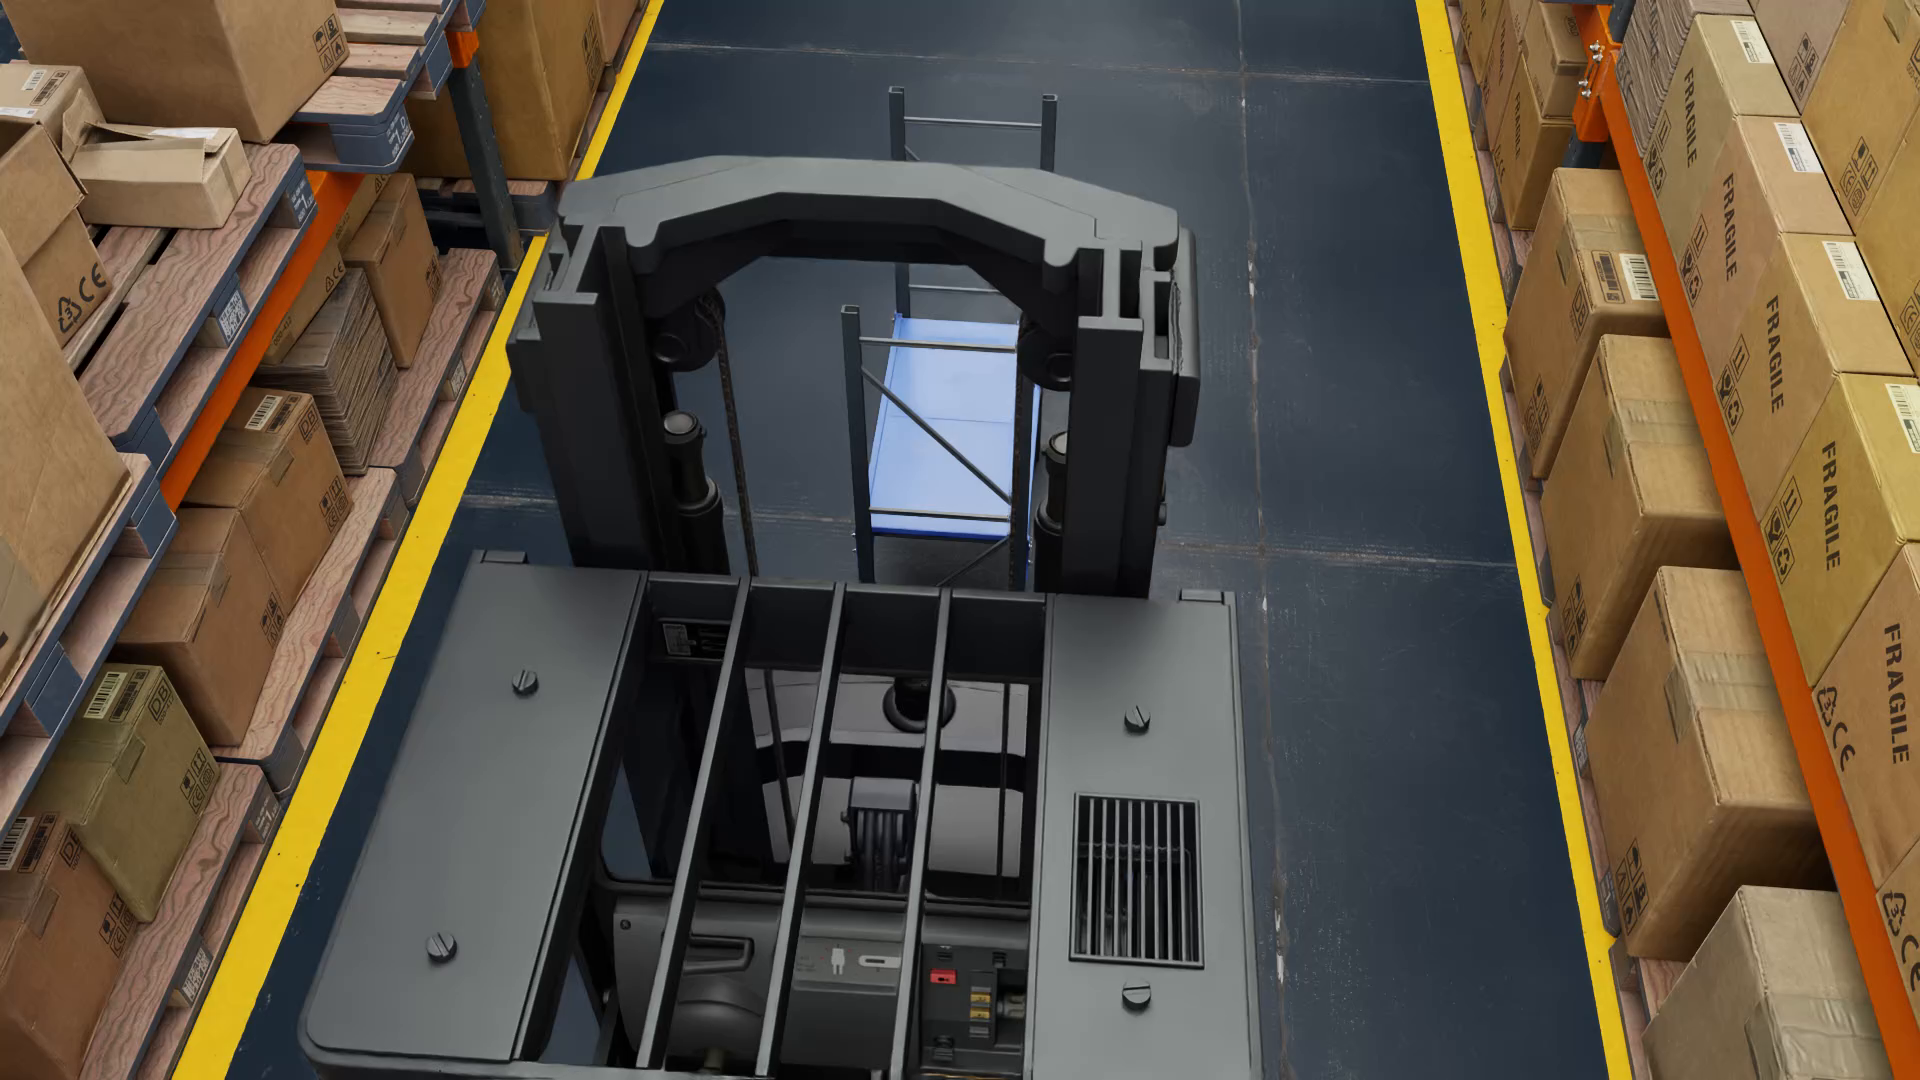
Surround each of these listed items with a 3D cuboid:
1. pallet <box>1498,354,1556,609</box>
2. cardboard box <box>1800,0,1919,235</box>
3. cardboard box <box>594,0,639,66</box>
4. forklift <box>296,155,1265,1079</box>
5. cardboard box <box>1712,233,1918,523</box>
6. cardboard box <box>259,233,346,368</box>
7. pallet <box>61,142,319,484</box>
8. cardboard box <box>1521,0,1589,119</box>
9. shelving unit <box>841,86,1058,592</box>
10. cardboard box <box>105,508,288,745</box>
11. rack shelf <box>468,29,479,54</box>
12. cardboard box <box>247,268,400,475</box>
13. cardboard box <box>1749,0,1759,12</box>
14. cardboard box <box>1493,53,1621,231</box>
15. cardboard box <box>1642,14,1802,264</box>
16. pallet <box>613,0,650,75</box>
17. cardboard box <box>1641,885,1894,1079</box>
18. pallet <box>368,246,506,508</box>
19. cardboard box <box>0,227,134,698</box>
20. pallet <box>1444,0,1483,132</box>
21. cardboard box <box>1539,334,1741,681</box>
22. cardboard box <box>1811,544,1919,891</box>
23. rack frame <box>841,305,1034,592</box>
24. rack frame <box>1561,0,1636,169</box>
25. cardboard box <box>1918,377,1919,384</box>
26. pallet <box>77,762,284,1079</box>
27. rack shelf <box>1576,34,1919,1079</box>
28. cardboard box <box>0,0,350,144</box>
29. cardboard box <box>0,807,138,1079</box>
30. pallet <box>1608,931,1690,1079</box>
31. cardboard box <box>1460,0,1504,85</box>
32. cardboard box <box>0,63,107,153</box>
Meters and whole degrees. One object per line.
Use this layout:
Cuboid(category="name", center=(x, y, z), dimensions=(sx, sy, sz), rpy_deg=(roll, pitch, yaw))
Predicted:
Cuboid(category="pallet", center=(2.496, -0.247, 5.833), dimensions=(1.003, 0.211, 1.213), rpy_deg=(4, 48, 4))
Cuboid(category="cardboard box", center=(2.503, -1.055, 3.937), dimensions=(0.700, 0.500, 0.500), rpy_deg=(3, 48, 3))
Cuboid(category="cardboard box", center=(-2.115, -2.755, 7.392), dimensions=(1.225, 0.875, 0.875), rpy_deg=(4, 48, 4))
Cuboid(category="forklift", center=(-0.177, 0.960, 2.886), dimensions=(1.130, 2.935, 3.031), rpy_deg=(3, 48, 3))
Cuboid(category="cardboard box", center=(2.196, -0.374, 3.991), dimensions=(0.500, 0.500, 0.500), rpy_deg=(3, 48, 3))
Cuboid(category="cardboard box", center=(-2.357, -0.843, 5.376), dimensions=(0.500, 0.250, 0.500), rpy_deg=(9, 48, 8))
Cuboid(category="pallet", center=(-2.427, -0.648, 4.440), dimensions=(1.003, 0.211, 1.213), rpy_deg=(4, 48, 4))
Cuboid(category="cardboard box", center=(2.444, -1.833, 6.295), dimensions=(0.500, 0.250, 0.500), rpy_deg=(3, 48, 3))
Cuboid(category="shelving unit", center=(-0.008, -0.443, 5.139), dimensions=(0.538, 1.500, 1.048), rpy_deg=(4, 48, 4))
Cuboid(category="cardboard box", center=(-2.462, 0.254, 4.880), dimensions=(0.700, 0.500, 0.500), rpy_deg=(0, 48, 0))
Cuboid(category="rack shelf", center=(-2.105, -3.397, 7.311), dimensions=(1.077, 0.370, 4.000), rpy_deg=(4, 48, 4))
Cuboid(category="cardboard box", center=(-2.366, -0.573, 5.637), dimensions=(0.700, 0.500, 0.500), rpy_deg=(0, 48, 0))
Cuboid(category="cardboard box", center=(2.592, -1.804, 4.622), dimensions=(0.700, 0.500, 0.500), rpy_deg=(4, 48, 3))
Cuboid(category="cardboard box", center=(2.443, -1.561, 6.555), dimensions=(0.500, 0.500, 0.500), rpy_deg=(4, 48, 3))
Cuboid(category="cardboard box", center=(2.290, -1.110, 4.665), dimensions=(0.500, 0.500, 0.500), rpy_deg=(3, 48, 3))
Cuboid(category="pallet", center=(-2.027, -2.697, 8.074), dimensions=(1.003, 0.211, 1.213), rpy_deg=(4, 48, 4))
Cuboid(category="cardboard box", center=(2.245, 1.333, 3.738), dimensions=(1.050, 0.750, 0.750), rpy_deg=(4, 48, 3))
Cuboid(category="pallet", center=(-2.360, -0.655, 6.206), dimensions=(1.003, 0.211, 1.213), rpy_deg=(4, 48, 4))
Cuboid(category="cardboard box", center=(-2.440, -0.149, 3.162), dimensions=(1.000, 1.000, 1.000), rpy_deg=(4, 48, 4))
Cuboid(category="pallet", center=(2.829, -2.289, 7.701), dimensions=(1.003, 0.211, 1.213), rpy_deg=(4, 48, 4))
Cuboid(category="cardboard box", center=(2.422, -0.060, 5.012), dimensions=(1.050, 0.750, 0.750), rpy_deg=(5, 48, 4))
Cuboid(category="cardboard box", center=(2.106, 0.371, 3.310), dimensions=(0.500, 0.500, 0.500), rpy_deg=(3, 48, 3))
Cuboid(category="rack frame", center=(-0.054, -0.070, 4.798), dimensions=(0.500, 1.500, 0.032), rpy_deg=(4, 48, 4))
Cuboid(category="rack frame", center=(2.643, -1.762, 5.329), dimensions=(1.000, 3.000, 0.127), rpy_deg=(4, 48, 4))
Cuboid(category="cardboard box", center=(2.409, -0.309, 3.254), dimensions=(0.700, 0.500, 0.500), rpy_deg=(4, 48, 4))
Cuboid(category="pallet", center=(-2.582, 1.138, 4.566), dimensions=(1.003, 0.211, 1.213), rpy_deg=(4, 48, 4))
Cuboid(category="rack shelf", center=(2.461, -0.050, 4.250), dimensions=(1.077, 0.370, 4.000), rpy_deg=(4, 48, 4))
Cuboid(category="cardboard box", center=(-2.248, -1.529, 4.763), dimensions=(0.700, 0.500, 0.500), rpy_deg=(10, 48, 9))
Cuboid(category="cardboard box", center=(-2.574, 1.015, 4.185), dimensions=(0.700, 0.500, 0.500), rpy_deg=(1, 48, 1))
Cuboid(category="pallet", center=(2.274, 1.546, 4.193), dimensions=(1.003, 0.211, 1.213), rpy_deg=(4, 48, 4))
Cuboid(category="cardboard box", center=(2.526, -2.332, 7.260), dimensions=(0.500, 0.500, 0.500), rpy_deg=(2, 48, 2))
Cuboid(category="cardboard box", center=(-2.669, -1.045, 4.490), dimensions=(0.500, 0.250, 0.500), rpy_deg=(3, 48, 2))
